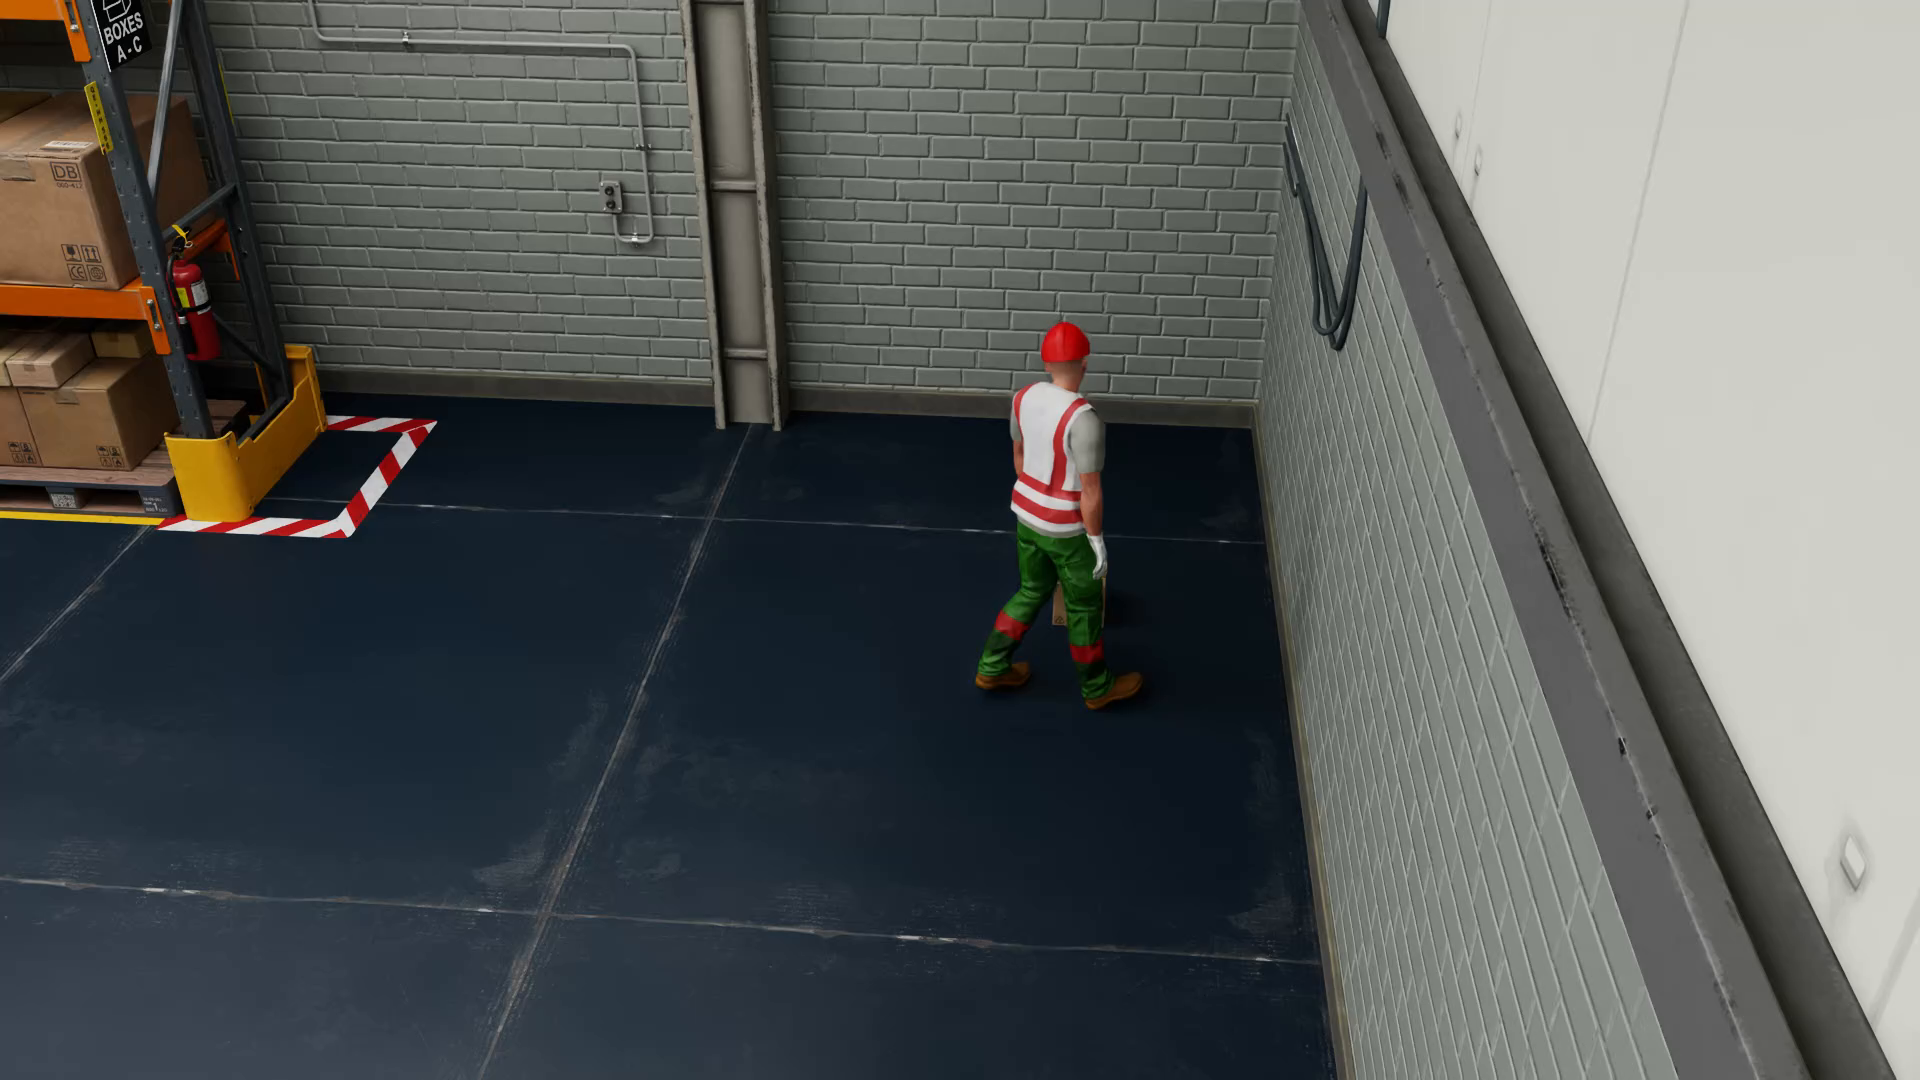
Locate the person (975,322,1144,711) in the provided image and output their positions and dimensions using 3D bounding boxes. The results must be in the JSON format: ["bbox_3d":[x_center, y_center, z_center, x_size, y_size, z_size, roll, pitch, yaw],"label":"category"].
[{"bbox_3d":[0.415,-0.073,7.262,0.676,1.764,0.645,-18,36,-27],"label":"person"}]
